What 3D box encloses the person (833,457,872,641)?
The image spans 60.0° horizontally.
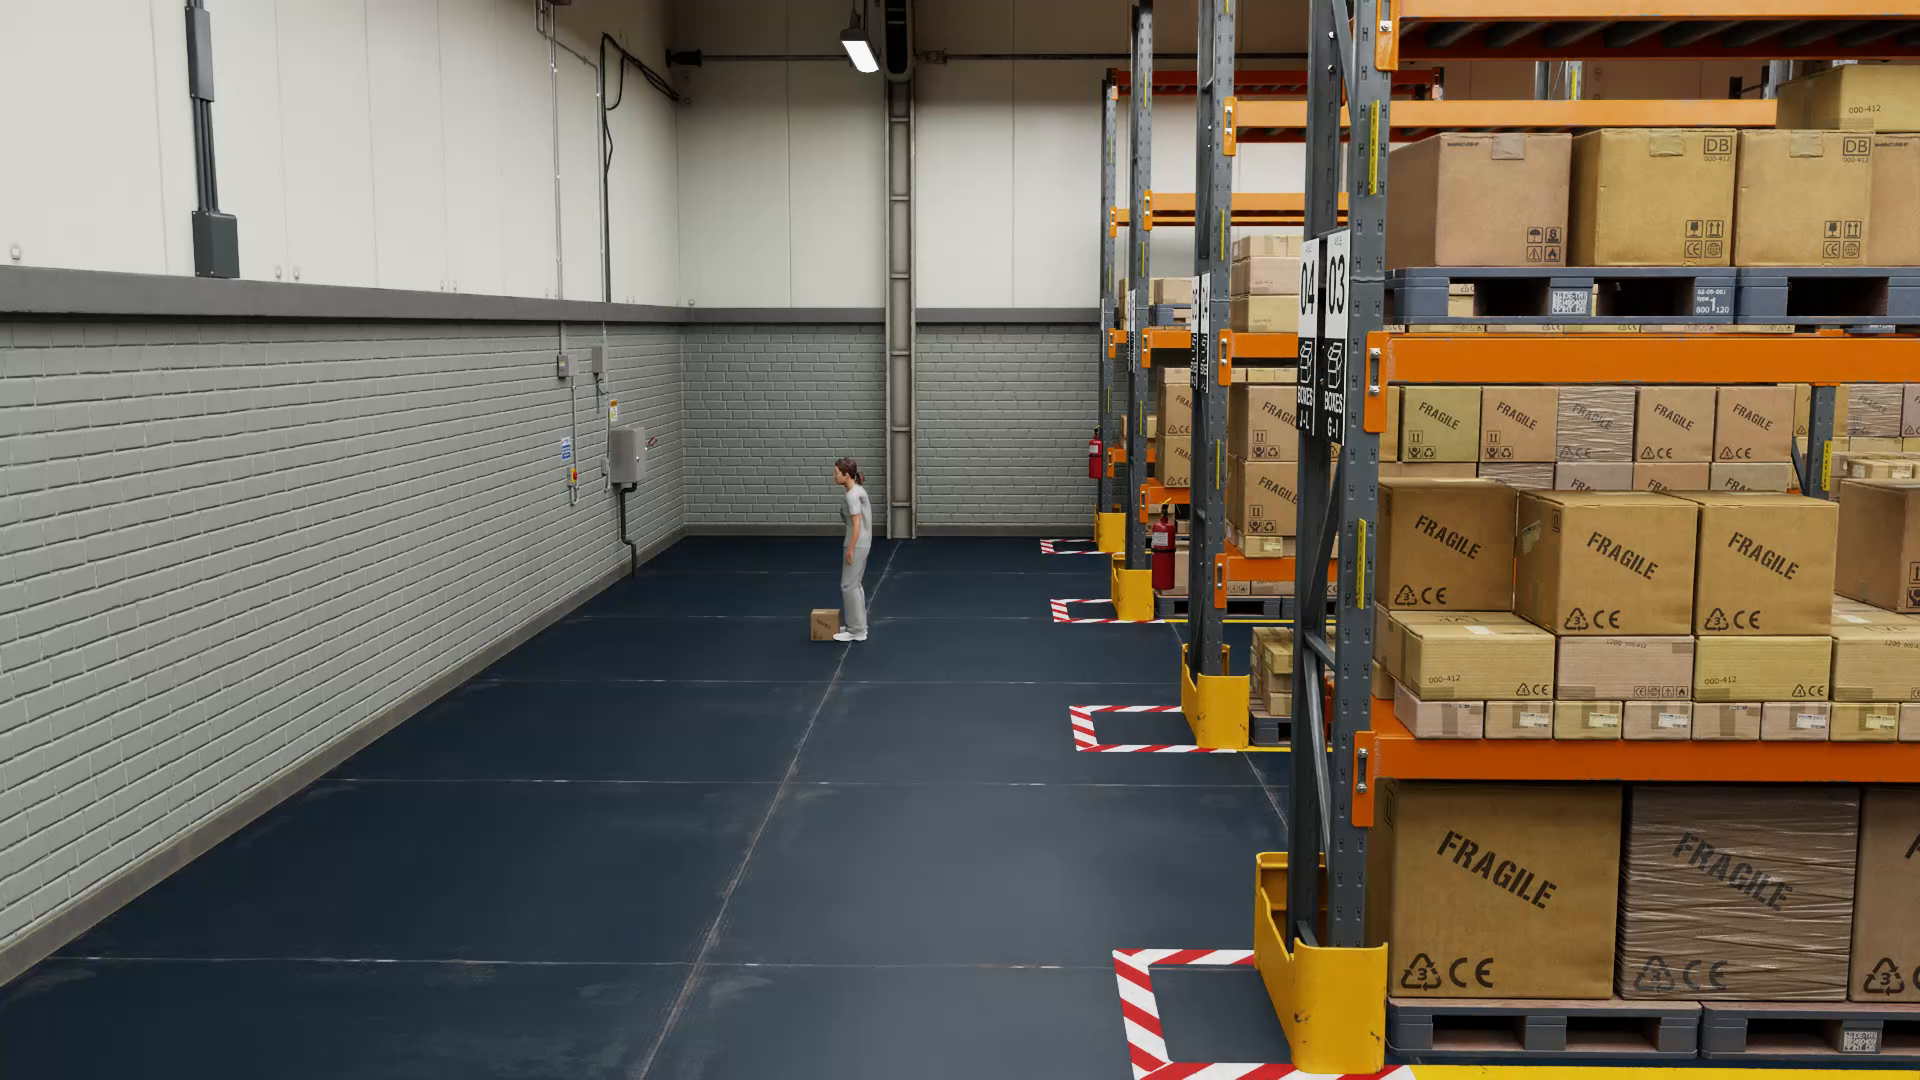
[{"bbox_3d":[-0.985,0.075,15.197,0.362,1.671,0.513,0,7,-2],"label":"person"}]
